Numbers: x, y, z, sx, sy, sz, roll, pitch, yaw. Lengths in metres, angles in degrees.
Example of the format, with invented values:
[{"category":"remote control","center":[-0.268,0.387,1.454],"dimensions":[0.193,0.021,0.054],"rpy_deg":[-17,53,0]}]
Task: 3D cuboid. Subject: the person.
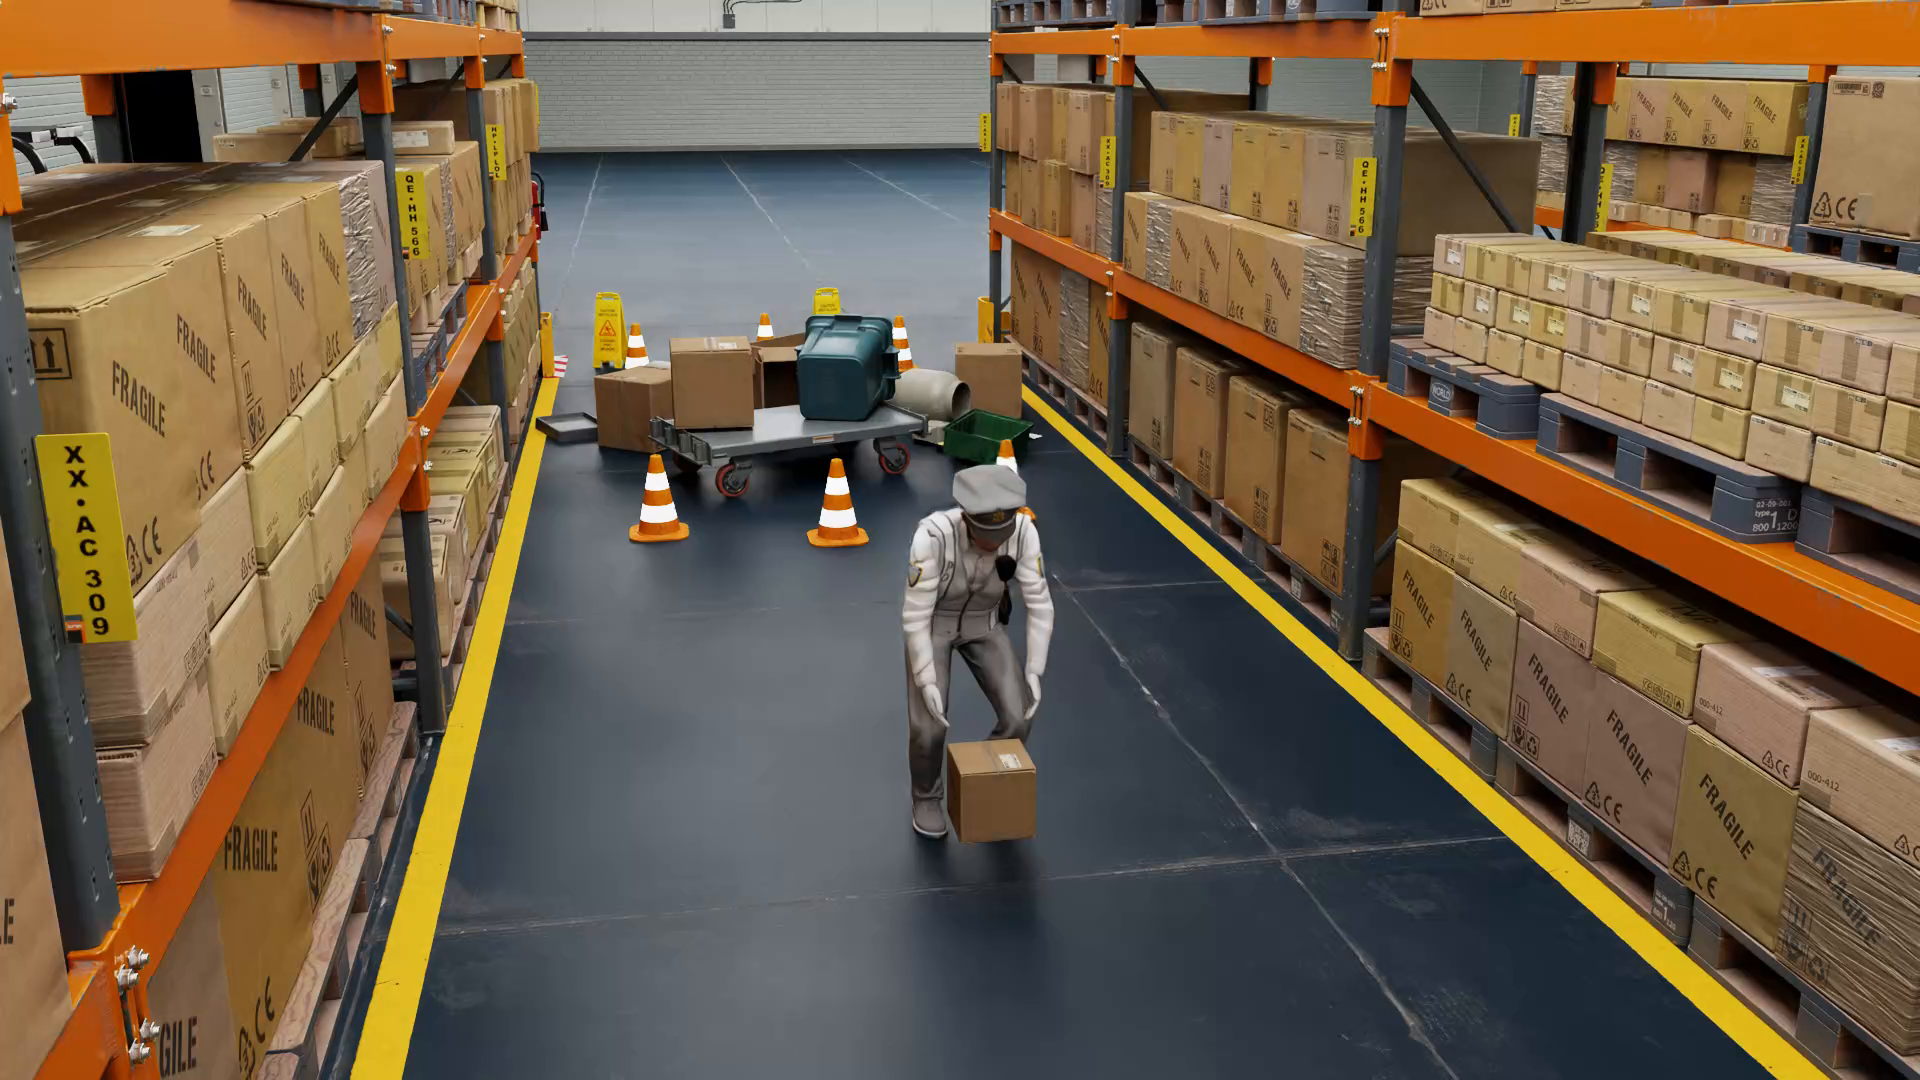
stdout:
[{"category":"person","center":[0.051,0.375,5.792],"dimensions":[0.535,1.376,0.708],"rpy_deg":[-3,17,-10]}]
